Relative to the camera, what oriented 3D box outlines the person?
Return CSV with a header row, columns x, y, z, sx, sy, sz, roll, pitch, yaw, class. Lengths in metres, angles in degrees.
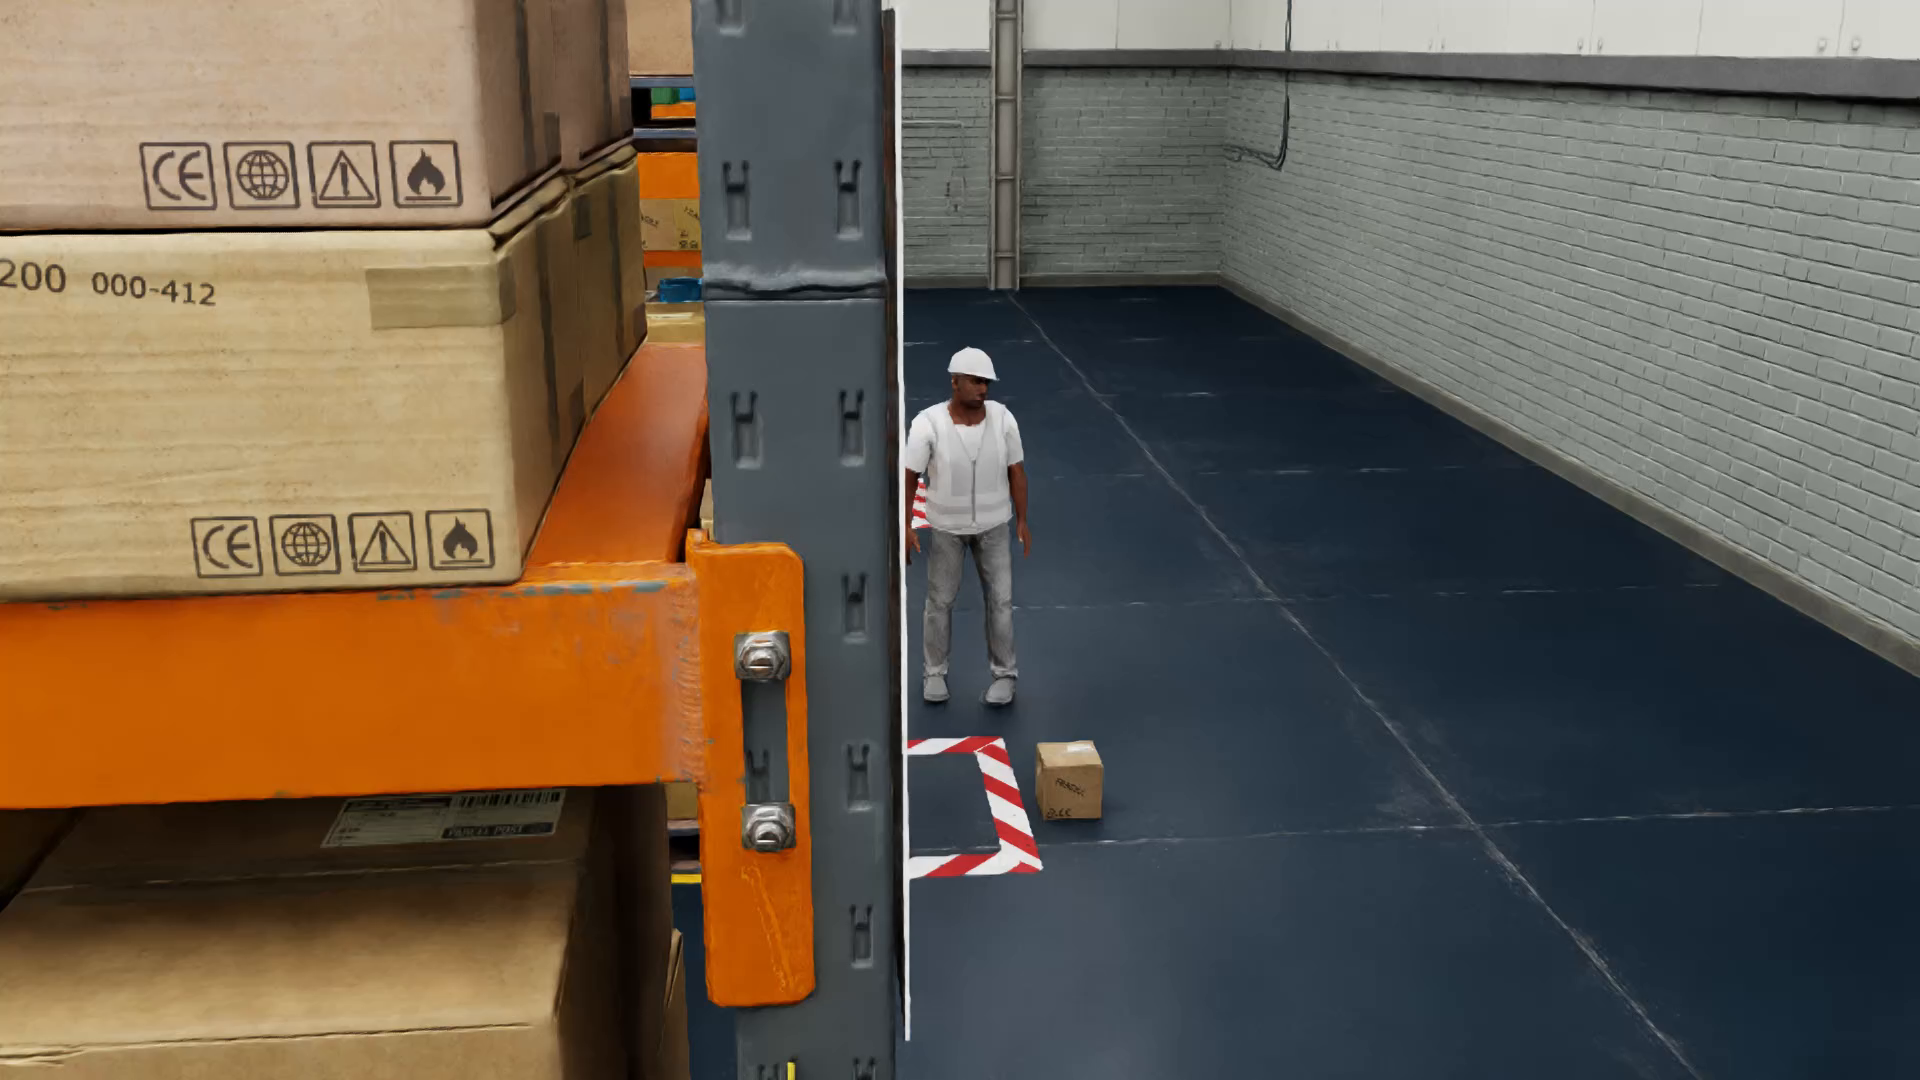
x,y,z,sx,sy,sz,roll,pitch,yaw,class
0.023,-0.055,8.144,0.646,1.767,0.489,-3,17,-10,person
